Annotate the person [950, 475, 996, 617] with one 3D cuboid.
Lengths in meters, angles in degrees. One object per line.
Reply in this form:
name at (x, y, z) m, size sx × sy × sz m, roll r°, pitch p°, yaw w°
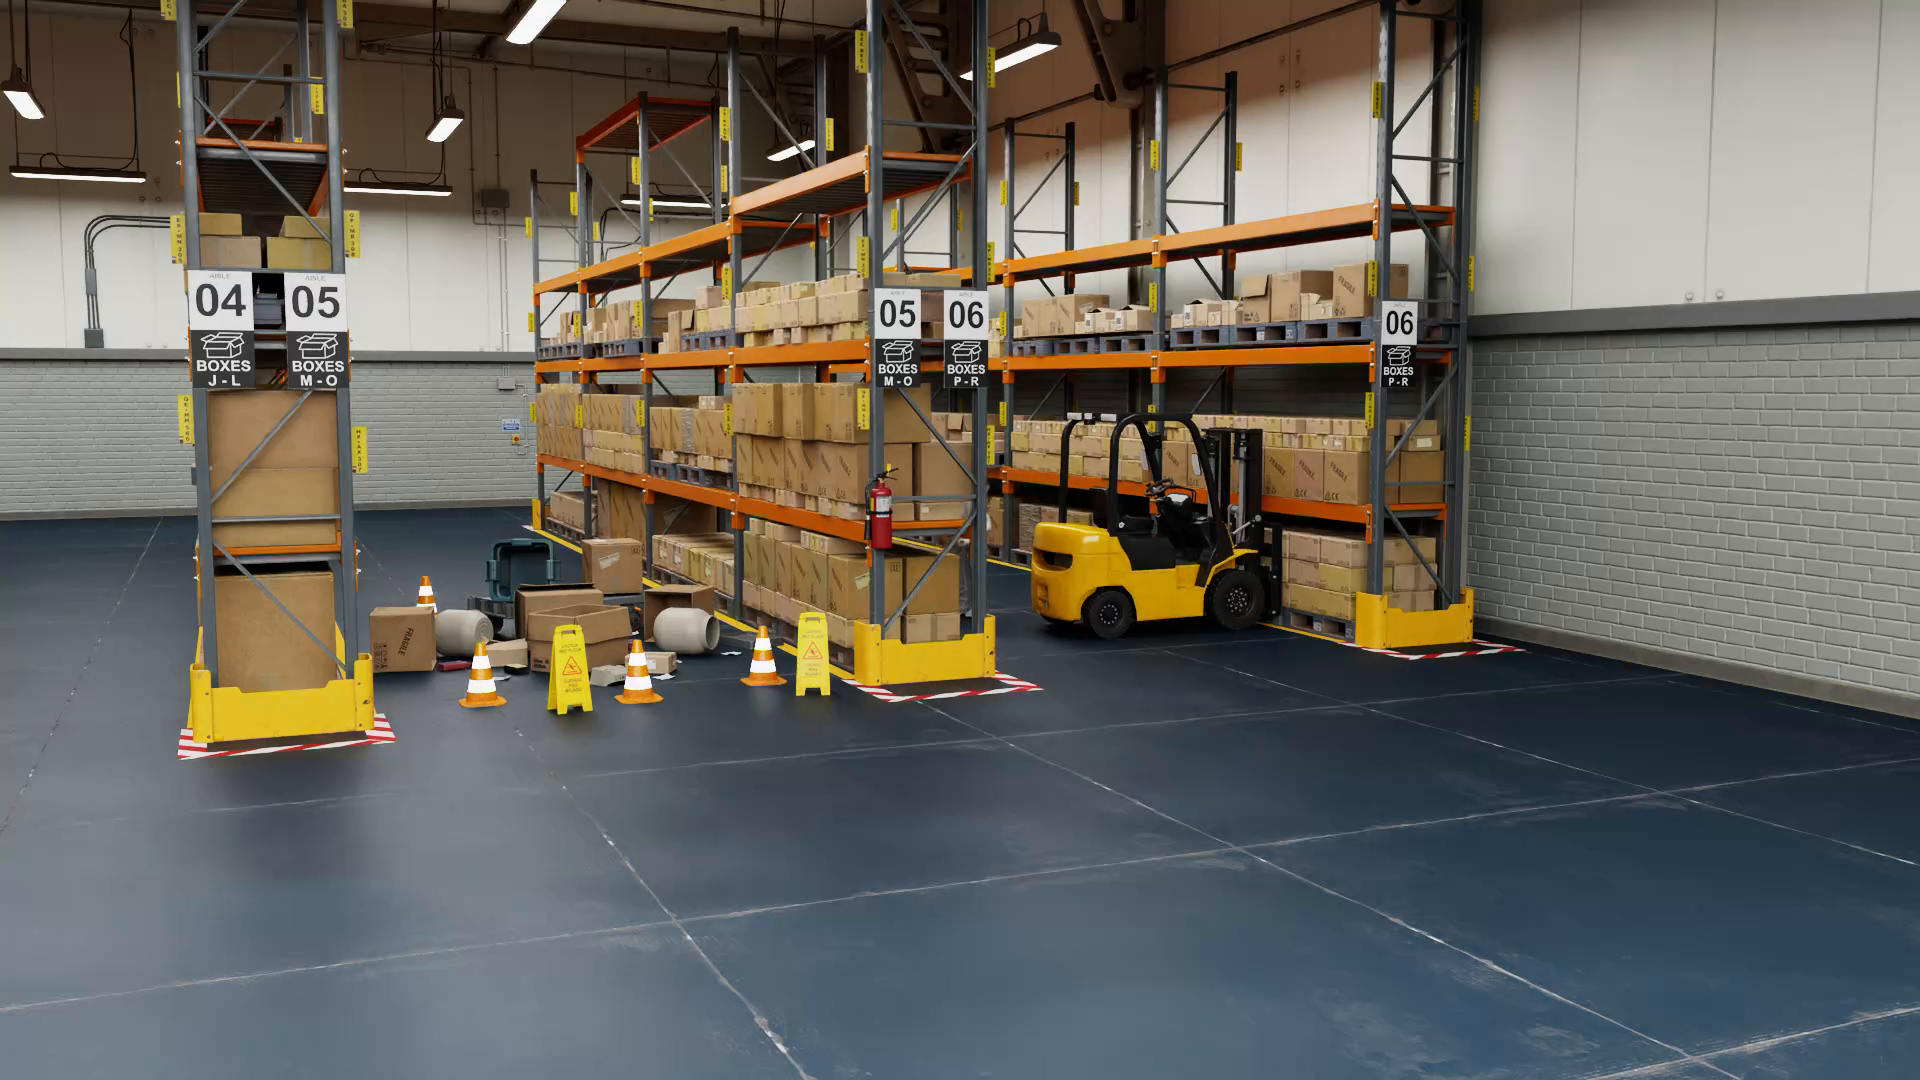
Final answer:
person at (0.061, -0.081, 17.458) m, size 0.490 × 1.782 × 0.578 m, roll 4°, pitch 6°, yaw 34°
